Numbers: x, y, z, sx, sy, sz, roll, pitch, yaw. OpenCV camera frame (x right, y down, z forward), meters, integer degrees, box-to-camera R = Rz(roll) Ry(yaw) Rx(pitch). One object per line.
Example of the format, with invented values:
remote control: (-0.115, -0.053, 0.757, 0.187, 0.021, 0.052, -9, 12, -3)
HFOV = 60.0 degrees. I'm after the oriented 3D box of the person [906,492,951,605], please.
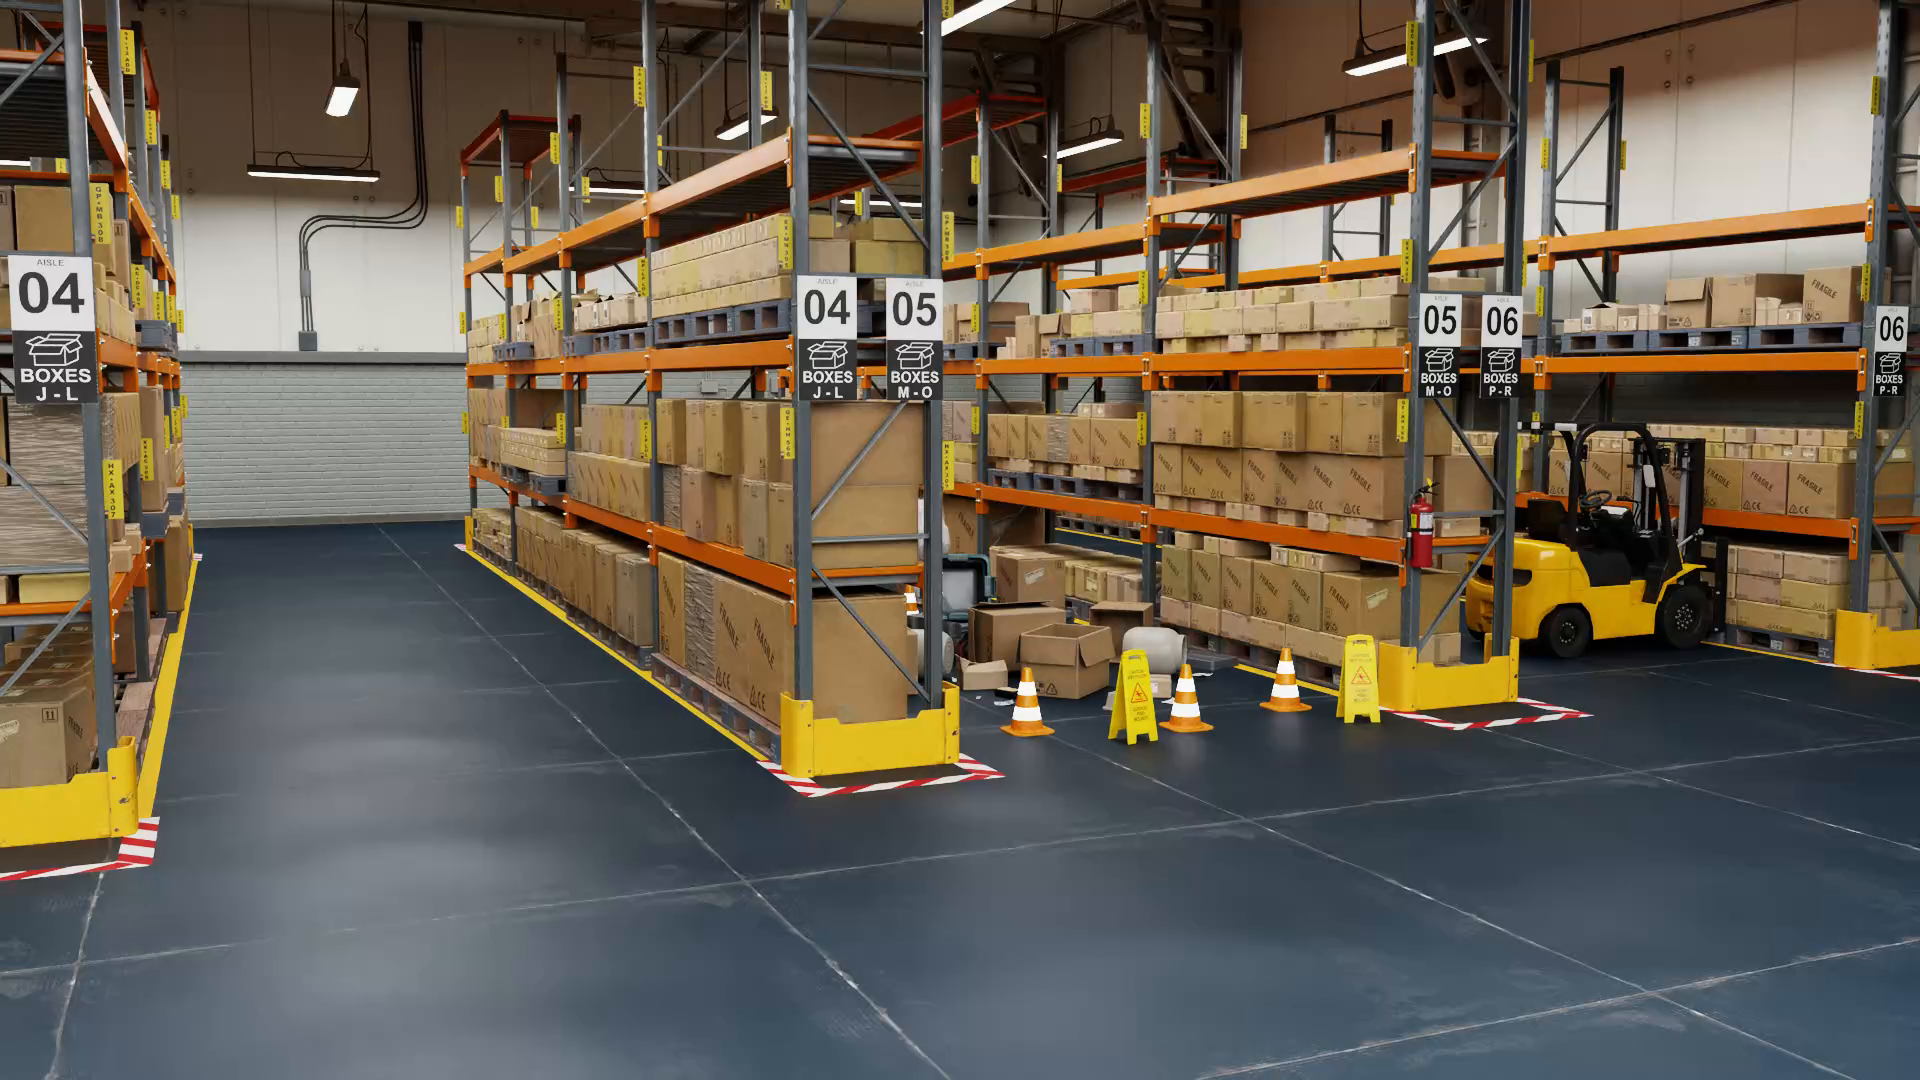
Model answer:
person: (-0.457, 0.086, 19.149, 0.586, 1.291, 0.868, -2, 6, -24)
